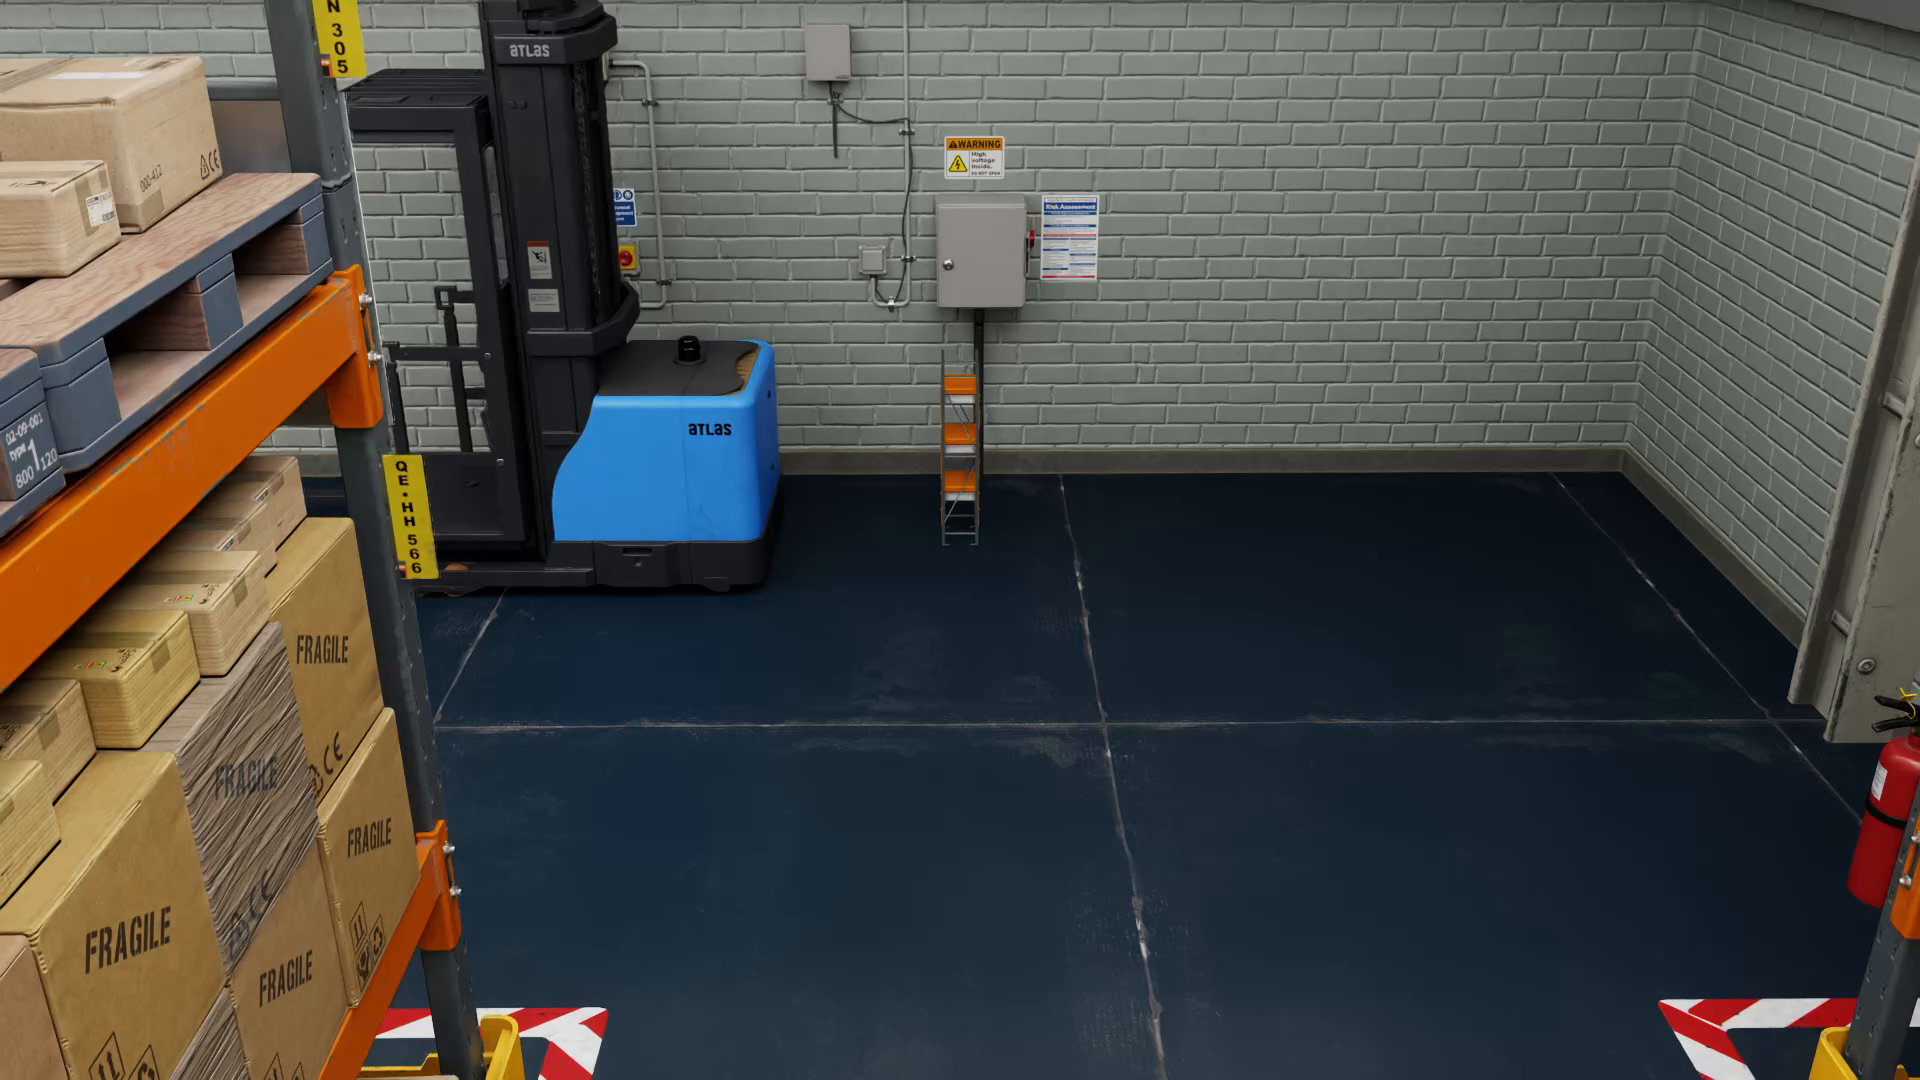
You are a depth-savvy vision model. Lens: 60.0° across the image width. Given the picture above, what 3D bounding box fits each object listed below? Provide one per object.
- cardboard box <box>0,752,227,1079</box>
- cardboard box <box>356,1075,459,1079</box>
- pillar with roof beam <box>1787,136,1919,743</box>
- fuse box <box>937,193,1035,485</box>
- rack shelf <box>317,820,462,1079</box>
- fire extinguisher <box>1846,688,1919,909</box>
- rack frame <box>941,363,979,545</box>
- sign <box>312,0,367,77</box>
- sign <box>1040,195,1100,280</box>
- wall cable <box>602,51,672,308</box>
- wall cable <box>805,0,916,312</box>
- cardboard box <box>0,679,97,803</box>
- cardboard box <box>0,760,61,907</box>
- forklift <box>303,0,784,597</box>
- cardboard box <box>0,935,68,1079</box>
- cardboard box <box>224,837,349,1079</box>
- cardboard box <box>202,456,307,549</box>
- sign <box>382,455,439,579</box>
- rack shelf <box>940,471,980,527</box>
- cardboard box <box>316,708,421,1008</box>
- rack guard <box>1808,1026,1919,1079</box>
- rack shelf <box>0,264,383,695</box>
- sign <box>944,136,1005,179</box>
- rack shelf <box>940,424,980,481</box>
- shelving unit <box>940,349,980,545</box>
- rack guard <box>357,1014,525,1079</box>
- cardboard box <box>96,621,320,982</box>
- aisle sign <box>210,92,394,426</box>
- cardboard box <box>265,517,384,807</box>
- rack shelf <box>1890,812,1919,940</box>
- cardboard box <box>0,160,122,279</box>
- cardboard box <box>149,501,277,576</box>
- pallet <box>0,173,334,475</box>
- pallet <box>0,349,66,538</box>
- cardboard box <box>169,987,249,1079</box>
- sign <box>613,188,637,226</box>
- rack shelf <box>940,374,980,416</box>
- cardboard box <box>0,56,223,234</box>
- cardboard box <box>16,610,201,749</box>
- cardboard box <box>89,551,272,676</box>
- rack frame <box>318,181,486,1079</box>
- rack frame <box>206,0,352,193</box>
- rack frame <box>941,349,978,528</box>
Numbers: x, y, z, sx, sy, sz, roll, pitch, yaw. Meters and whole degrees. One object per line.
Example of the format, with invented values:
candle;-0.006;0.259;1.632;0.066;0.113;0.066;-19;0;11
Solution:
cardboard box;-1.598;0.694;2.741;0.500;0.500;0.500;0;24;-1
cardboard box;-1.771;1.826;4.172;0.875;0.438;0.875;-1;24;-2
pillar with roof beam;-0.348;-3.274;5.570;9.100;9.000;0.400;0;24;-1
fuse box;0.139;-1.107;9.621;0.539;1.711;0.414;0;24;-1
rack shelf;-1.857;1.731;2.657;1.077;0.370;4.000;0;24;-1
fire extinguisher;2.621;0.701;4.606;0.296;0.674;0.183;0;24;-1
rack frame;0.001;-0.450;8.971;0.200;1.050;0.008;0;24;-1
sign;-1.336;-1.152;3.539;0.100;0.325;0.005;0;24;-1
sign;0.630;-1.738;9.569;0.329;0.494;0.001;0;24;-1
wall cable;-1.964;-2.222;9.252;0.585;1.953;0.123;0;24;-1
wall cable;-0.545;-2.219;9.283;0.588;1.984;0.122;0;24;-1
cardboard box;-1.667;0.351;2.711;0.380;0.149;0.250;0;24;-1
cardboard box;-1.606;0.455;2.483;0.380;0.149;0.250;0;24;1
forklift;-2.516;-1.260;8.480;3.031;2.935;1.130;0;24;0
cardboard box;-1.594;0.901;2.282;0.500;0.500;0.500;0;24;-1
cardboard box;-1.618;0.938;3.416;0.500;0.500;0.500;-1;24;-2
cardboard box;-1.674;-0.071;3.645;0.380;0.149;0.250;0;24;0
sign;-1.336;-0.054;4.036;0.100;0.325;0.005;0;24;-1
rack shelf;-0.001;-0.238;9.201;0.215;0.259;0.240;0;24;-1
cardboard box;-1.609;0.731;3.873;0.500;0.500;0.500;0;24;0
rack guard;3.086;1.725;4.829;1.175;0.500;0.348;0;24;-1
rack shelf;-1.857;0.364;2.038;1.077;0.370;4.000;0;24;-1
sign;0.081;-2.155;9.374;0.339;0.242;0.001;0;24;-1
rack shelf;-0.001;-0.491;9.087;0.215;0.259;0.240;0;24;-1
shelving unit;-0.001;-0.500;9.082;0.215;1.050;0.252;0;24;-1
rack guard;-1.879;1.708;4.868;1.175;0.500;0.348;0;24;-1
cardboard box;-1.600;0.490;3.191;0.500;0.500;0.500;0;24;0
aisle sign;-1.569;-0.637;3.863;0.394;0.787;0.004;0;24;-1
cardboard box;-1.635;0.275;3.667;0.500;0.500;0.500;1;24;1
rack shelf;3.107;1.707;2.709;1.077;0.370;4.000;0;24;-1
cardboard box;-1.699;-0.553;2.867;0.380;0.149;0.250;-2;24;-5
cardboard box;-1.648;0.033;3.414;0.380;0.149;0.250;0;24;0
pallet;-1.860;-0.442;3.055;1.003;0.211;1.213;0;24;-1
pallet;-1.844;0.062;1.941;1.003;0.211;1.213;0;24;-1
cardboard box;-1.603;1.149;2.947;0.500;0.500;0.500;0;24;1
sign;-2.012;-1.893;9.467;0.327;0.218;0.001;0;24;-1
rack shelf;-0.001;-0.749;8.970;0.215;0.259;0.240;0;24;-1
cardboard box;-1.784;-0.772;3.227;0.500;0.250;0.500;-2;24;-5
cardboard box;-1.599;0.243;2.950;0.380;0.149;0.250;0;24;1
cardboard box;-1.561;0.139;3.180;0.380;0.149;0.250;0;24;-1
rack frame;-1.879;0.579;4.331;1.000;3.000;0.127;0;24;-1
rack frame;-1.879;-2.155;3.094;1.000;3.000;0.127;0;24;-1
rack frame;-0.002;-0.551;9.194;0.200;1.050;0.008;0;24;-1
